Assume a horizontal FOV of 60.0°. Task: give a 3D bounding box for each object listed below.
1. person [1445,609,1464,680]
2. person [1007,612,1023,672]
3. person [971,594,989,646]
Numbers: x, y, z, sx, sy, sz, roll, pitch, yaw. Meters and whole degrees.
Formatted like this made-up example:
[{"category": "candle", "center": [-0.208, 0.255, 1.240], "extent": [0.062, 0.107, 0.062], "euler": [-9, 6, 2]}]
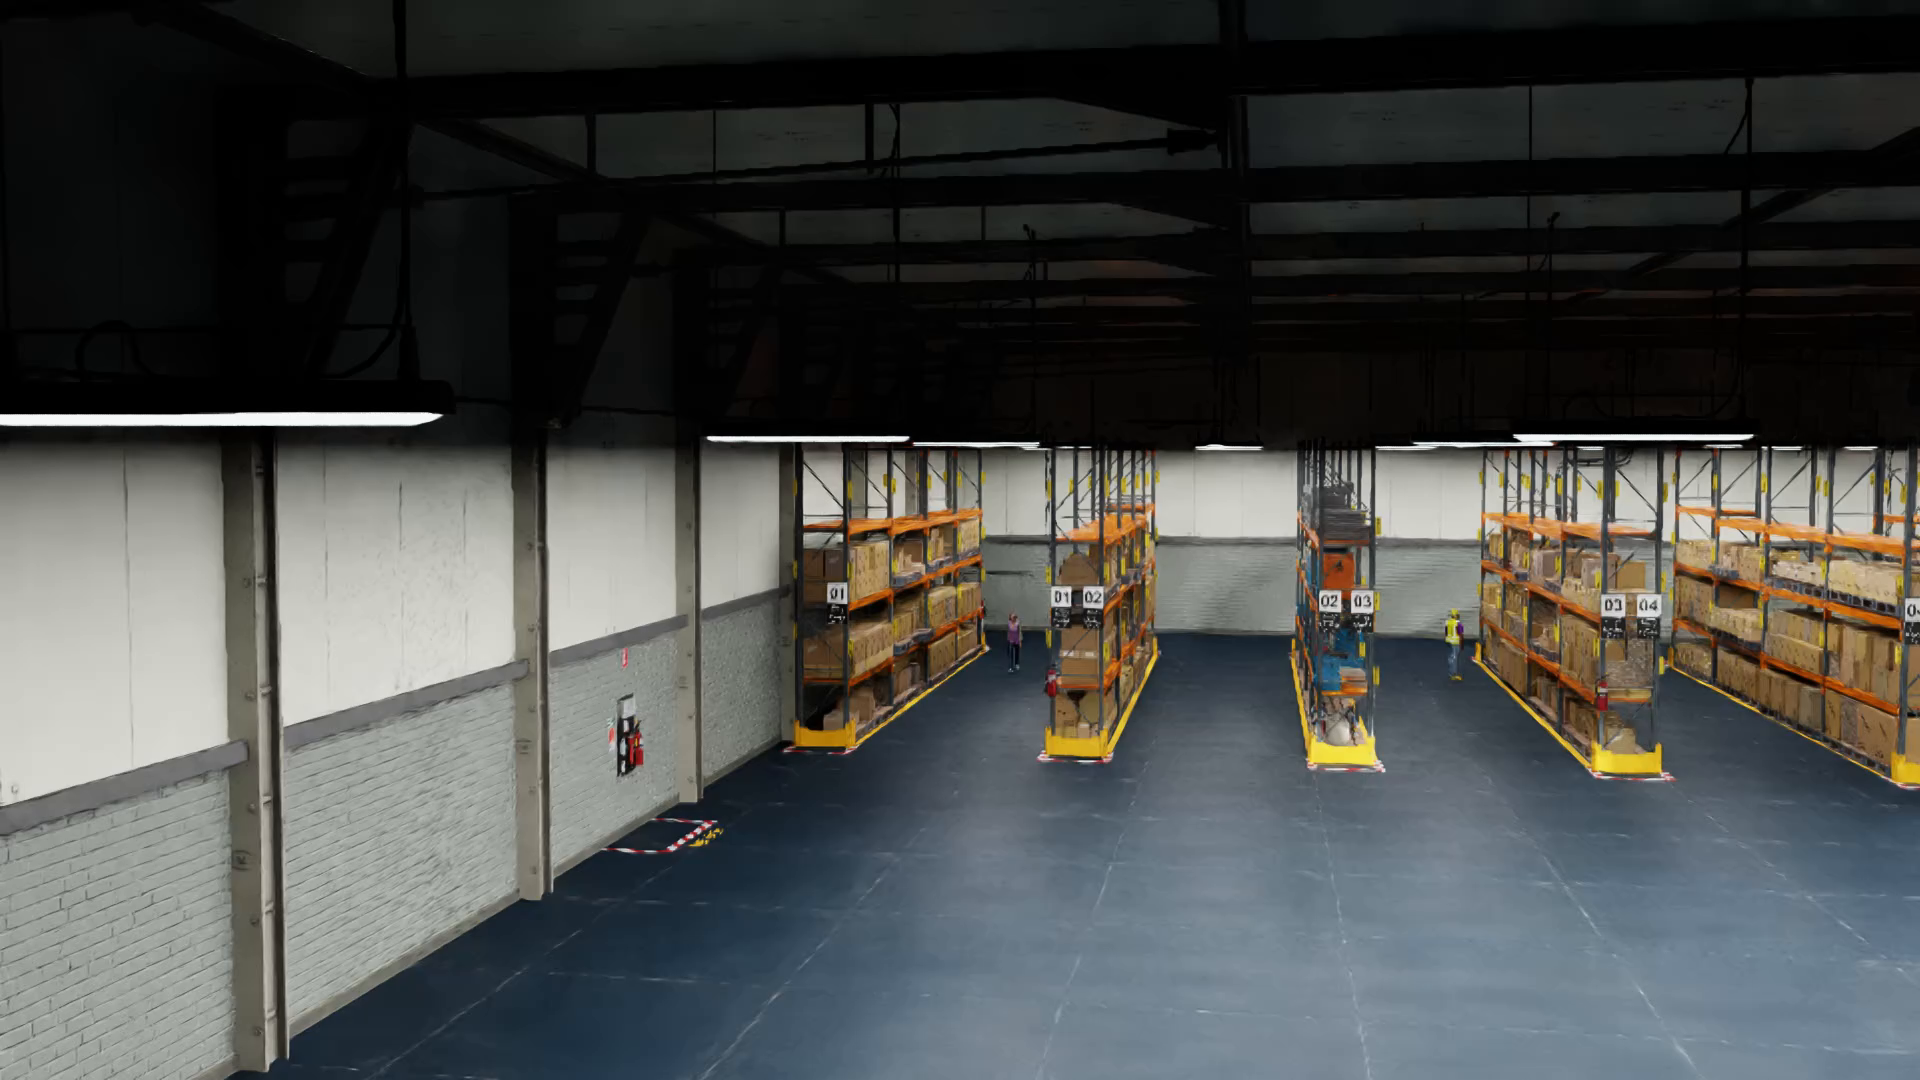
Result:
[{"category": "person", "center": [12.488, 2.607, 41.879], "extent": [0.452, 1.768, 0.632], "euler": [-1, 3, -21]}, {"category": "person", "center": [1.428, 2.649, 43.385], "extent": [0.432, 1.539, 0.944], "euler": [0, 3, 9]}, {"category": "person", "center": [0.523, 2.292, 49.085], "extent": [0.489, 1.678, 0.507], "euler": [-3, 4, -43]}]
